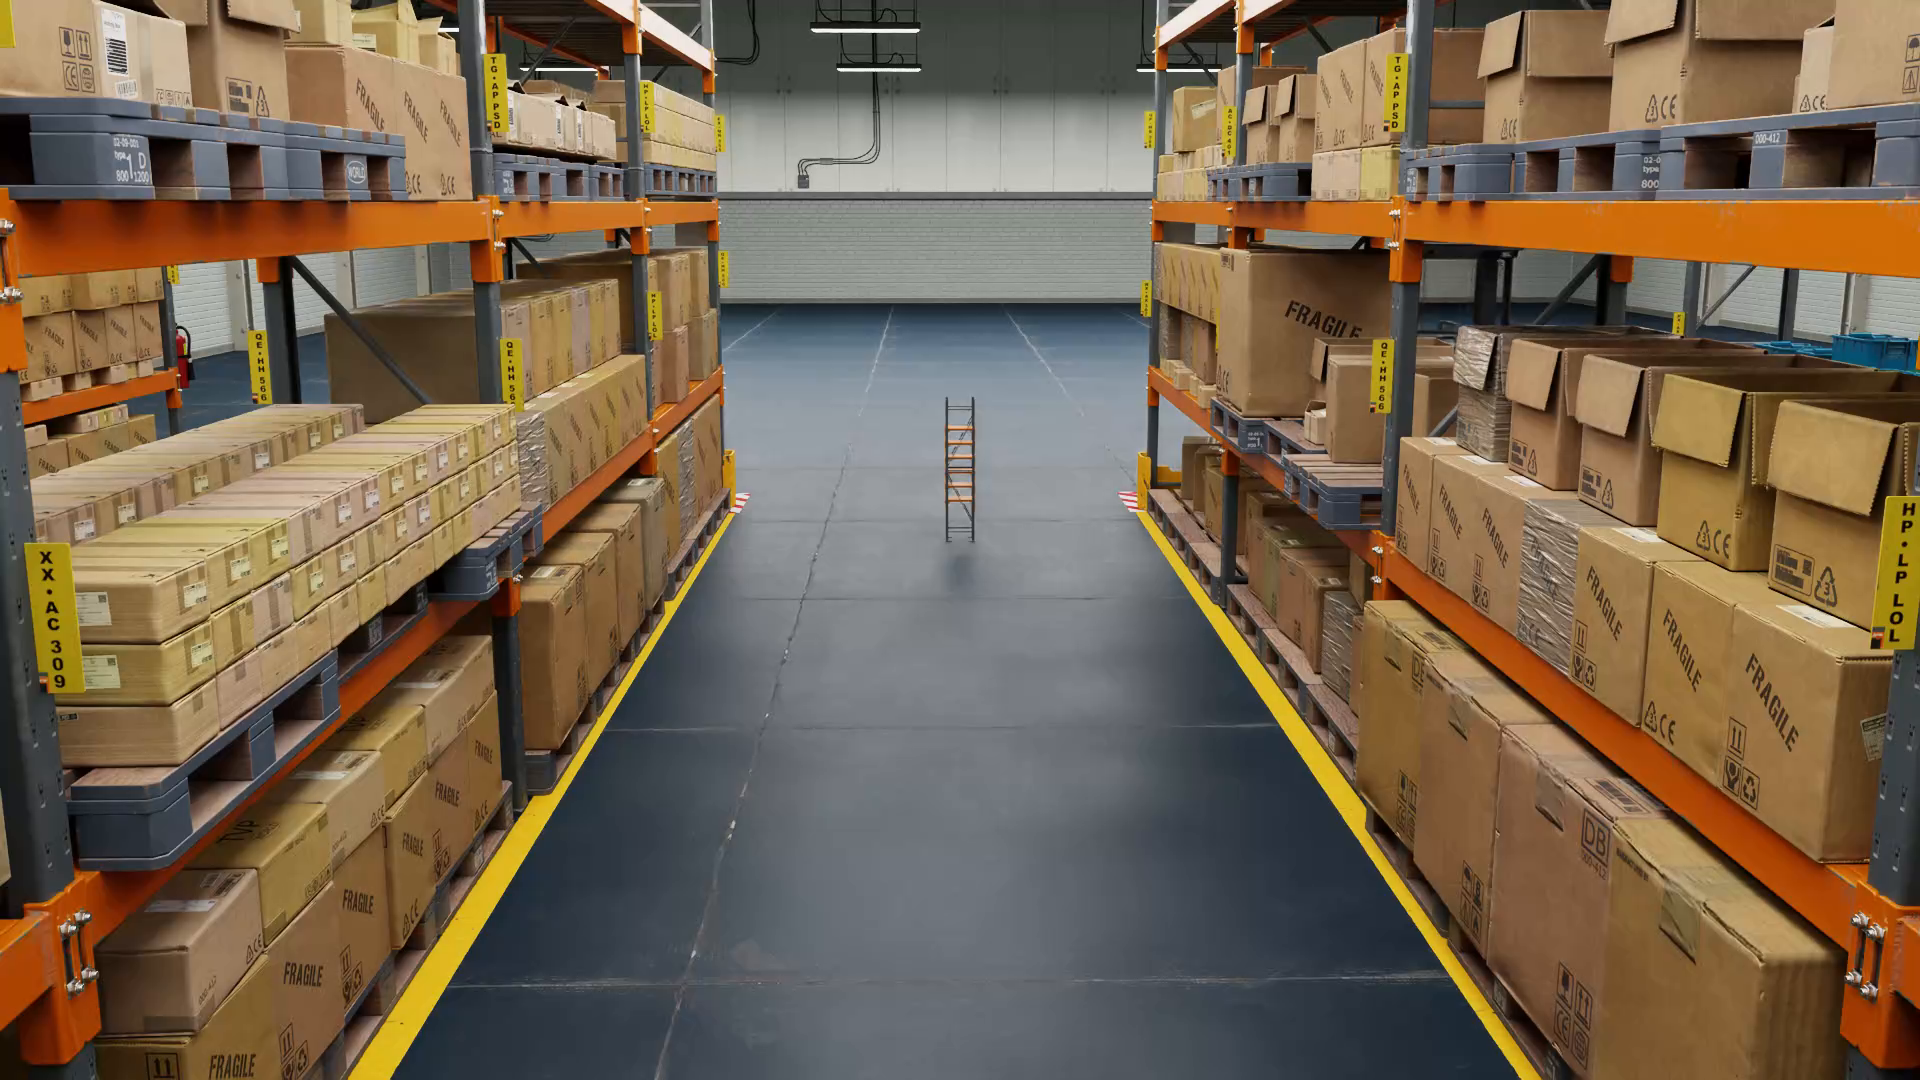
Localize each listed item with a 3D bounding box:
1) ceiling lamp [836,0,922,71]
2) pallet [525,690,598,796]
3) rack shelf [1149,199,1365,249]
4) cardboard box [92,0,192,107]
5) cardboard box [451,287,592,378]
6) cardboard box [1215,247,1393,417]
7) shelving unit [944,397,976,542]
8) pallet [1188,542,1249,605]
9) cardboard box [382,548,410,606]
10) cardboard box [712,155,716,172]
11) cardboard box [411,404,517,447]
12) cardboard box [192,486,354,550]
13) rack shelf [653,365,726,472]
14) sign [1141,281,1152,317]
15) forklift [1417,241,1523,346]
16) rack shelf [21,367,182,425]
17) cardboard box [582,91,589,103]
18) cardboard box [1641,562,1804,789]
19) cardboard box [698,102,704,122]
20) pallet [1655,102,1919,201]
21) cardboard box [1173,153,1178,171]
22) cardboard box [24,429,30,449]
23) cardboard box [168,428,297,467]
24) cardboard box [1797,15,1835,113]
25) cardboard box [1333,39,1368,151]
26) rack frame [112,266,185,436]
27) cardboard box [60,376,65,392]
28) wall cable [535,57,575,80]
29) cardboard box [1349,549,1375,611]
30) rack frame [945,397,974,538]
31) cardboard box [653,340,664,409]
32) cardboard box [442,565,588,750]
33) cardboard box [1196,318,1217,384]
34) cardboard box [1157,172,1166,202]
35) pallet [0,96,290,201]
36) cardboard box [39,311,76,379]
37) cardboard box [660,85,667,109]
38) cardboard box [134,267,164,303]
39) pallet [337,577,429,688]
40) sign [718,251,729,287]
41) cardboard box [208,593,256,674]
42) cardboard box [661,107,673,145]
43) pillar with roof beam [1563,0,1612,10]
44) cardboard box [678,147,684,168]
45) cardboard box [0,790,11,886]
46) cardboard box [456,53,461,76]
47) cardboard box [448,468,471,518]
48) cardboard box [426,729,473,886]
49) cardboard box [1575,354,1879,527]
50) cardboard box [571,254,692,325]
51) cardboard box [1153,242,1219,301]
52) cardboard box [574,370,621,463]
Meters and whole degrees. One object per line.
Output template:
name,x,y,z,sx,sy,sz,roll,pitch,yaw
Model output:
ceiling lamp,-1.907,-12.633,39.017,2.000,3.185,0.800,0,11,-1
pallet,-2.484,1.009,8.555,1.003,0.211,1.213,0,11,-1
rack shelf,2.294,-2.511,13.158,1.077,0.370,4.000,0,11,-1
cardboard box,-2.268,-1.214,4.120,0.500,0.311,0.500,0,11,-2
cardboard box,-2.586,-1.234,9.829,0.700,0.500,0.500,0,11,-1
cardboard box,2.212,-1.337,10.542,1.000,1.000,1.000,0,11,-1
shelving unit,0.000,-0.591,13.954,0.258,1.200,0.189,0,11,-1
pallet,2.286,0.237,12.359,1.003,0.211,1.213,0,11,-1
cardboard box,-2.043,0.122,5.490,0.380,0.149,0.250,-1,11,-4
cardboard box,-2.362,-3.328,14.699,0.380,0.149,0.250,0,11,-1
cardboard box,-2.074,-0.479,6.957,0.380,0.149,0.250,-1,11,-3
cardboard box,-2.031,-0.067,4.924,0.380,0.149,0.250,0,11,-2
rack shelf,-2.667,-1.041,13.455,1.077,0.370,4.000,0,11,-1
sign,1.711,-2.213,15.247,0.100,0.325,0.005,0,11,-1
forklift,4.519,-1.761,15.368,1.130,2.935,3.031,2,12,11
rack shelf,-7.613,-1.000,13.255,1.077,0.370,4.000,0,11,-1
cardboard box,-2.973,-3.261,12.364,0.380,0.149,0.250,0,11,-1
cardboard box,2.215,0.355,4.514,0.500,0.500,0.500,0,11,1
cardboard box,-2.346,-3.566,13.866,0.380,0.149,0.250,0,11,0
pallet,2.433,-0.964,4.204,0.805,0.209,1.217,-1,11,-3
cardboard box,1.999,-3.171,13.977,0.380,0.149,0.250,0,11,1
cardboard box,-7.269,-0.745,12.528,0.380,0.149,0.250,0,11,1
cardboard box,-2.713,-0.327,6.208,0.380,0.149,0.250,-1,11,-4
cardboard box,2.568,-1.257,4.332,0.500,0.311,0.500,-1,11,-3
cardboard box,2.137,-2.161,8.112,0.500,0.500,0.500,0,11,-1
rack frame,-7.655,-1.751,15.144,1.000,3.000,0.127,0,11,-1
cardboard box,-7.421,-1.250,13.308,0.380,0.149,0.250,0,11,-1
wall cable,-10.158,-12.046,45.912,3.097,2.526,0.112,0,11,-1
cardboard box,2.353,0.202,8.811,0.500,0.250,0.500,1,12,5
rack frame,-0.002,-0.609,14.044,0.240,1.200,0.006,0,11,-1
cardboard box,-2.679,-1.252,12.308,0.875,0.550,0.550,0,11,-1
cardboard box,-2.465,0.575,8.285,1.050,0.750,0.750,0,11,-2
cardboard box,2.302,-1.479,12.806,0.875,0.500,0.500,0,11,-1
cardboard box,2.005,-3.091,14.584,0.500,0.250,0.500,0,11,1
pallet,-2.366,-0.907,3.912,1.213,0.211,1.003,0,11,-1
cardboard box,-7.364,-1.539,13.100,0.500,0.500,0.500,0,11,0
cardboard box,-2.304,-3.163,11.881,0.380,0.149,0.250,0,11,-2
cardboard box,-7.426,-2.335,14.508,0.700,0.500,0.500,-1,11,-3
pallet,-2.461,0.287,5.584,1.003,0.211,1.213,0,11,-1
sign,-2.165,-2.474,15.201,0.100,0.325,0.005,0,11,-1
cardboard box,-2.016,0.234,4.188,0.380,0.149,0.250,0,11,-2
cardboard box,-2.367,-2.992,12.038,0.500,0.250,0.500,0,11,-2
pillar with roof beam,13.065,-10.603,43.688,9.100,9.000,0.548,0,11,-1
cardboard box,-2.321,-2.925,12.710,0.380,0.149,0.250,0,11,-1
cardboard box,-2.168,0.495,3.077,0.500,0.500,0.500,0,11,-1
cardboard box,-2.859,-2.319,8.842,0.500,0.500,0.500,0,11,-1
cardboard box,-2.057,-0.178,6.219,0.380,0.149,0.250,0,11,-1
cardboard box,-2.261,1.051,6.563,0.500,0.500,0.500,0,11,1
cardboard box,2.448,-0.333,5.384,0.797,0.503,0.637,0,11,1
cardboard box,-2.619,-1.994,13.251,0.875,0.550,0.500,0,11,-1
cardboard box,1.992,-2.366,14.661,0.500,0.500,0.500,0,11,-1
cardboard box,-2.326,-0.741,9.917,0.500,0.500,0.500,0,11,-1
